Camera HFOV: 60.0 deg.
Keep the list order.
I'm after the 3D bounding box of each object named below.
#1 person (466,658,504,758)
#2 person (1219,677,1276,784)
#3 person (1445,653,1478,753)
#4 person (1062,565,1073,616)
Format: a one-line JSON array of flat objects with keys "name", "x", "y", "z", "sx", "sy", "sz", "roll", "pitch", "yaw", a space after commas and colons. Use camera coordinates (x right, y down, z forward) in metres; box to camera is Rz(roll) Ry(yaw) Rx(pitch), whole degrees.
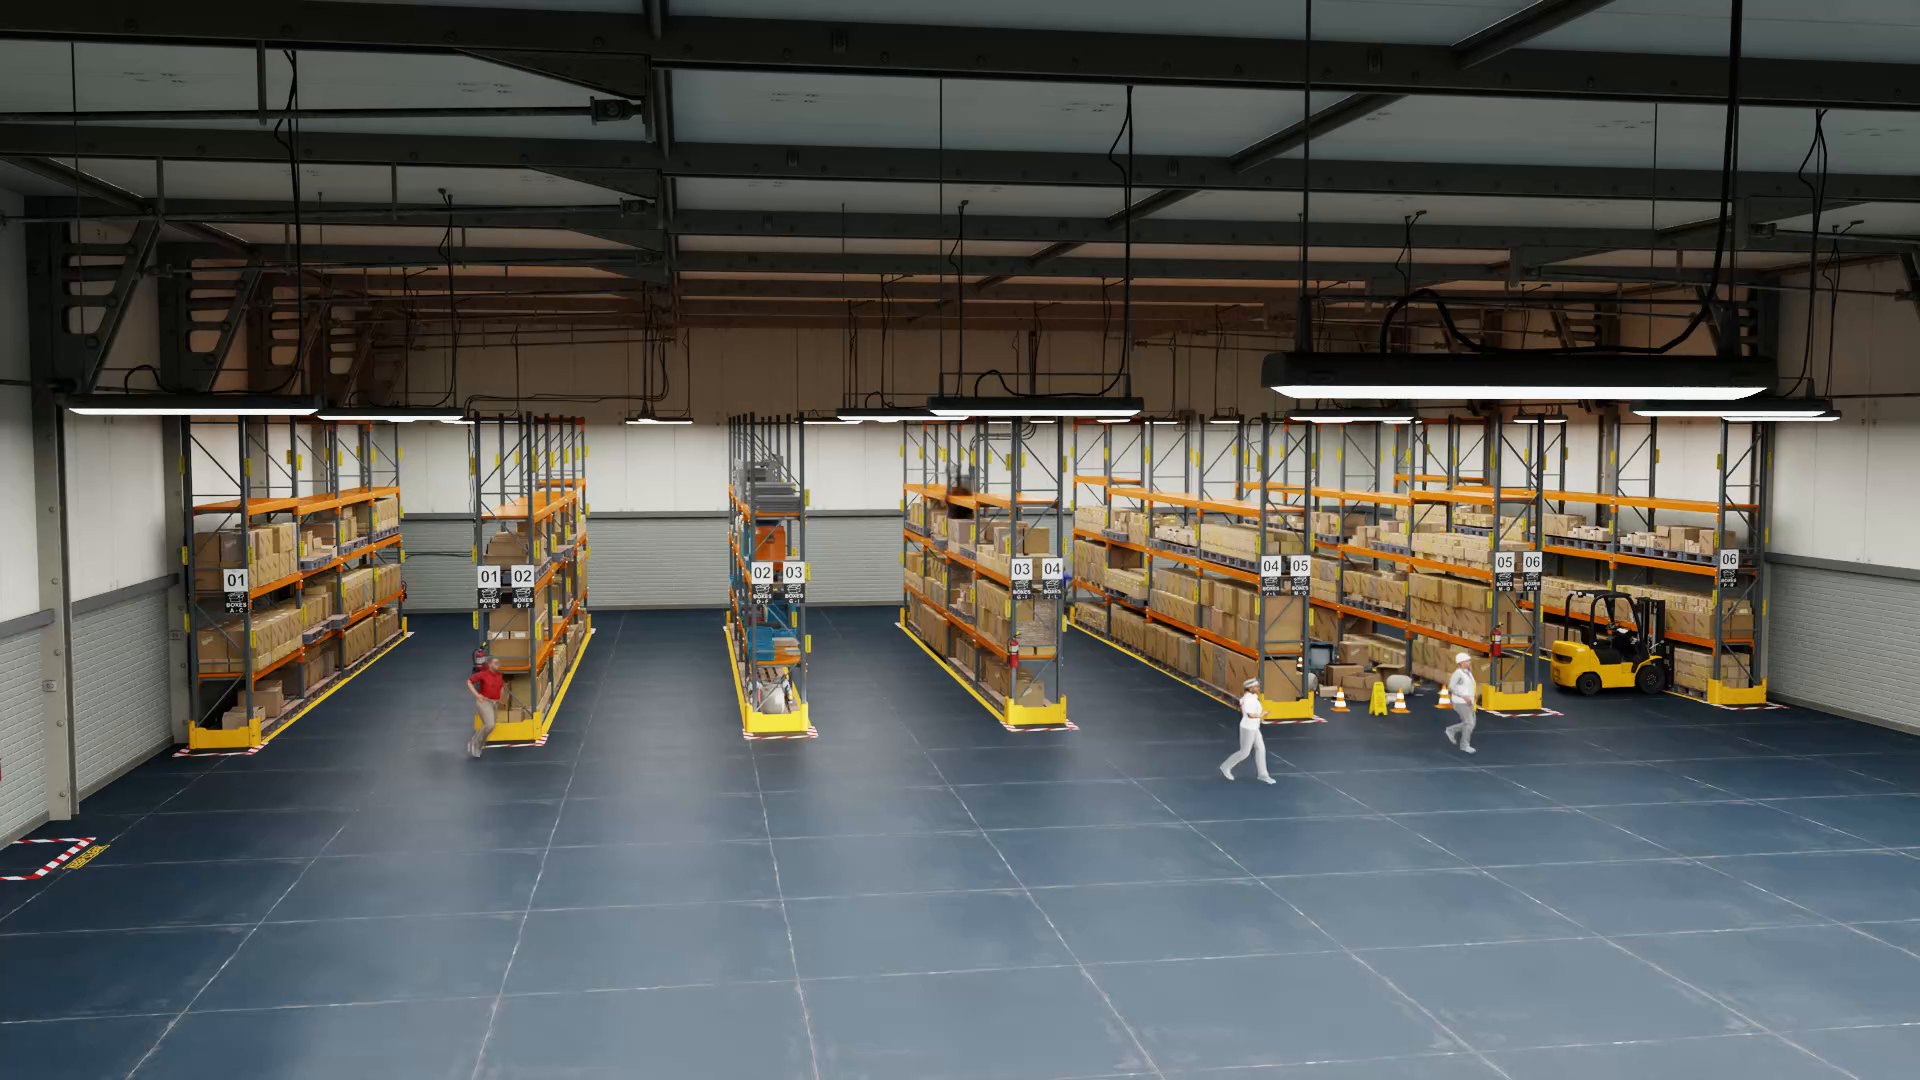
[{"name": "person", "x": -8.240, "y": 2.922, "z": 29.026, "sx": 0.638, "sy": 1.732, "sz": 0.714, "roll": 2, "pitch": 4, "yaw": 23}, {"name": "person", "x": 4.622, "y": 3.040, "z": 26.657, "sx": 0.900, "sy": 1.702, "sz": 0.604, "roll": 1, "pitch": 4, "yaw": 19}, {"name": "person", "x": 8.836, "y": 2.858, "z": 29.373, "sx": 0.617, "sy": 1.745, "sz": 0.670, "roll": 3, "pitch": 5, "yaw": 39}, {"name": "person", "x": 3.076, "y": 1.568, "z": 49.377, "sx": 0.767, "sy": 1.674, "sz": 0.614, "roll": -3, "pitch": 5, "yaw": -38}]
